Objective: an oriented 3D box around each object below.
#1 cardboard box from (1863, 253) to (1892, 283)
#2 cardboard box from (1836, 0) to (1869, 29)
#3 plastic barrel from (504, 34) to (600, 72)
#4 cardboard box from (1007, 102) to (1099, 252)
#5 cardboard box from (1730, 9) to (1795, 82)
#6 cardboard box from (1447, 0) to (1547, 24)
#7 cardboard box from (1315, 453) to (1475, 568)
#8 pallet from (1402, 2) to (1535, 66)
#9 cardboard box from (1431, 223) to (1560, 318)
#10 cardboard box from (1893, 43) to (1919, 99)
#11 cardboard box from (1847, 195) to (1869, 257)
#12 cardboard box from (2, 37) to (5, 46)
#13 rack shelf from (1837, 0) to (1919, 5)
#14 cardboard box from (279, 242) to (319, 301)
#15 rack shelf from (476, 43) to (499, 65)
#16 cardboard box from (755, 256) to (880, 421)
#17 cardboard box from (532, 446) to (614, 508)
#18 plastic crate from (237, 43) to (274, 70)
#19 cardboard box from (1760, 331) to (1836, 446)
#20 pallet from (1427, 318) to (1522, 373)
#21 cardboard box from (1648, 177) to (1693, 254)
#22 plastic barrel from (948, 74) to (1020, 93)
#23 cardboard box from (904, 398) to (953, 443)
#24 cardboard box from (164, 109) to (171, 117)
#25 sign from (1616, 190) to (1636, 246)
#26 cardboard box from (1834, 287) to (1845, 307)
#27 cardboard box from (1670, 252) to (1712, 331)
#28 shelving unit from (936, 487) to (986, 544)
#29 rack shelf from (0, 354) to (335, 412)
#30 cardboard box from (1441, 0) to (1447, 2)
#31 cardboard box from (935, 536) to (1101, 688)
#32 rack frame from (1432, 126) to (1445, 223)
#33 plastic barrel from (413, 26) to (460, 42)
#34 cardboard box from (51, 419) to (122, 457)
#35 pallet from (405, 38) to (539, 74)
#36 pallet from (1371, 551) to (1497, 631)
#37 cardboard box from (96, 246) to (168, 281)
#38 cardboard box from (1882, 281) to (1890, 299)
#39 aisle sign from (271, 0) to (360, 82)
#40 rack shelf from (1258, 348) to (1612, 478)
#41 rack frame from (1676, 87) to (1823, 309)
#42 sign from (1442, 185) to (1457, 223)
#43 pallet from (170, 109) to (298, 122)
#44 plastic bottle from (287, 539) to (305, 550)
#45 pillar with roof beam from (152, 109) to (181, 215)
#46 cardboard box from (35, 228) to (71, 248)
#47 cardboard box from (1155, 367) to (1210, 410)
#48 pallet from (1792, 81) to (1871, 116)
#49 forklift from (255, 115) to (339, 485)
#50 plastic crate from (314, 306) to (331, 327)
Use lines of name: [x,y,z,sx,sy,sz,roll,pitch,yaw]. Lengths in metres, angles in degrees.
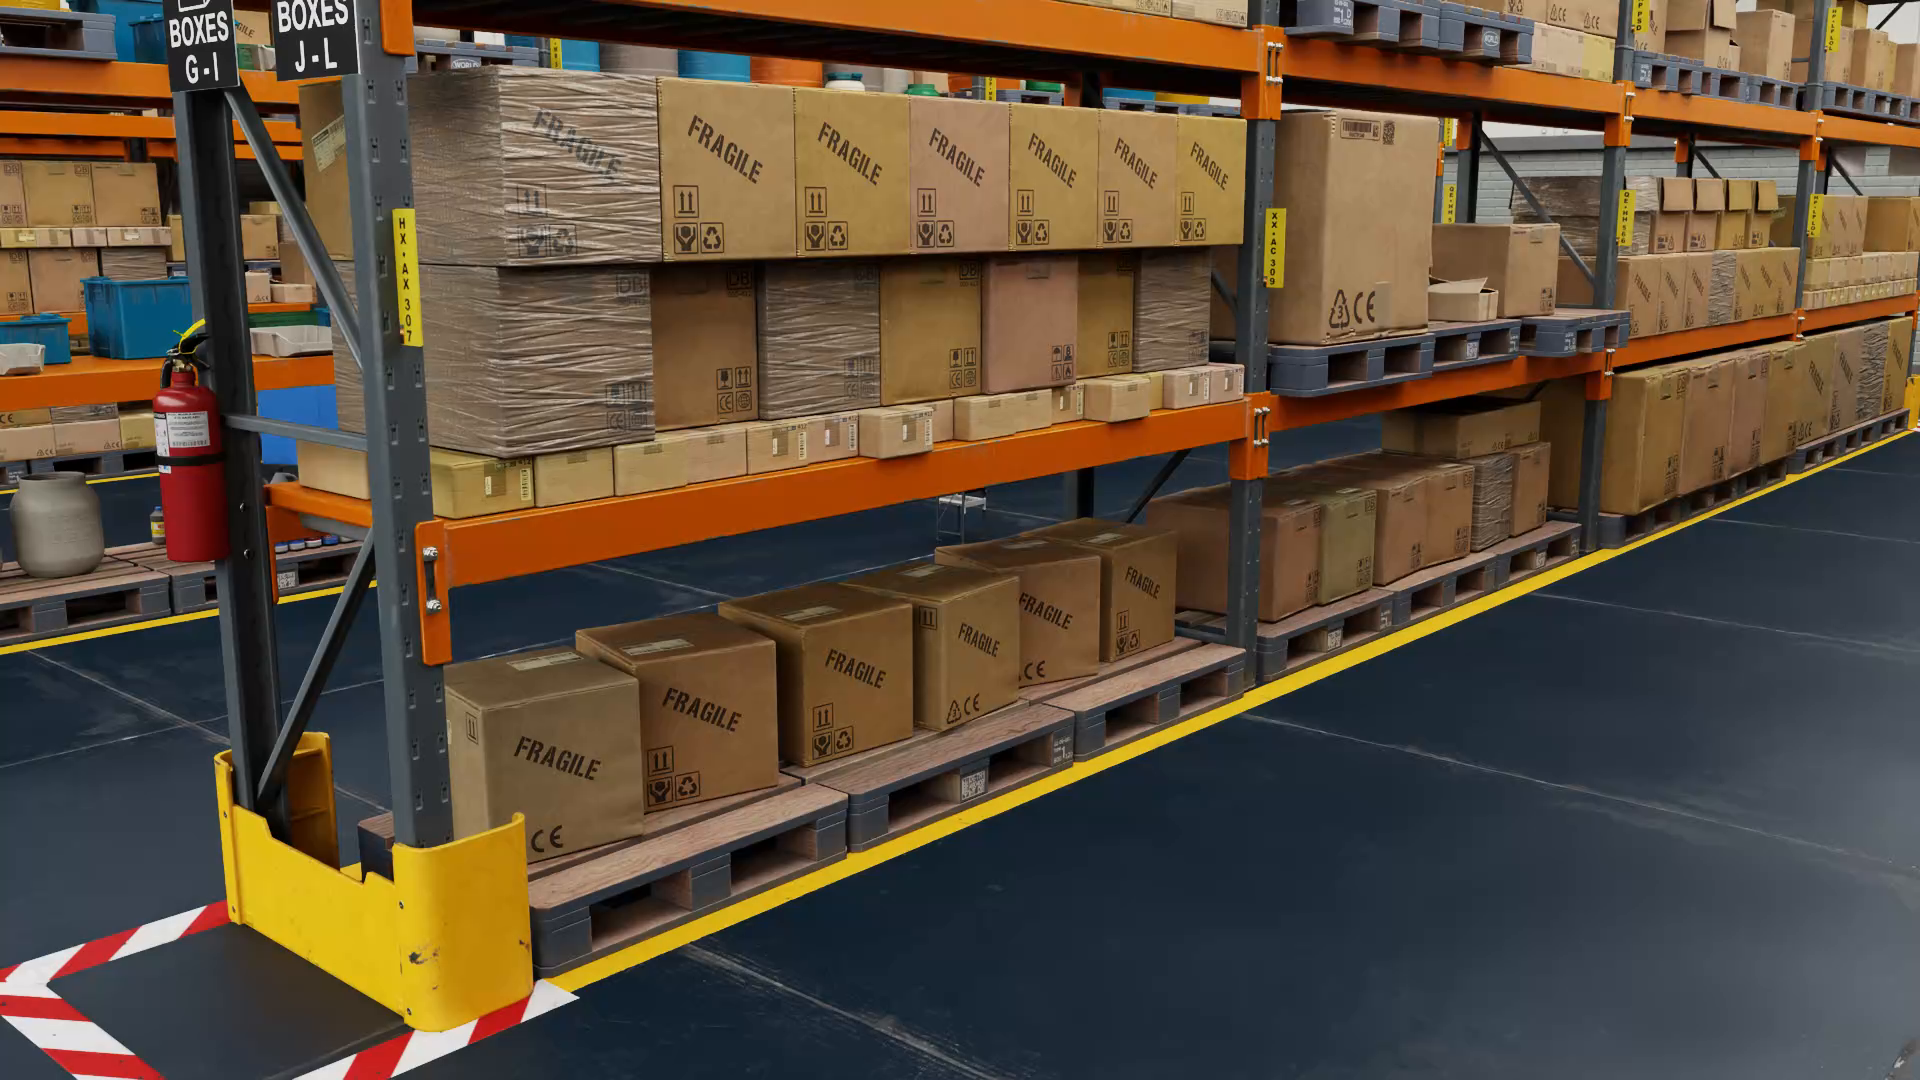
cardboard box: [8.030,-2.449,14.937,0.500,0.250,0.500,9,14,38]
cardboard box: [7.481,-4.478,14.319,0.500,0.250,0.500,9,15,39]
plastic barrel: [-2.647,-3.326,10.767,0.600,0.901,0.708,10,15,40]
cardboard box: [0.150,-1.302,6.005,0.500,0.500,0.500,10,15,40]
cardboard box: [5.806,-3.682,12.503,0.700,0.500,0.500,10,15,42]
cardboard box: [2.745,-2.969,8.730,0.500,0.500,0.500,10,15,41]
cardboard box: [2.388,-0.176,9.192,0.500,0.500,0.700,-11,15,-43]
pallet: [2.070,-2.475,8.265,1.213,0.211,1.003,10,15,40]
cardboard box: [2.921,-1.530,9.385,0.500,0.500,0.700,-9,15,-39]
cardboard box: [8.519,-4.323,15.456,0.700,0.500,0.500,9,14,37]
cardboard box: [7.360,-2.669,14.125,0.500,0.500,0.500,9,15,39]
cardboard box: [-7.425,-3.730,12.866,0.500,0.311,0.500,9,14,37]
rack shelf: [7.502,-4.730,14.277,1.077,0.370,4.000,10,15,40]
cardboard box: [-5.671,-2.385,14.738,0.500,0.500,0.500,-11,16,-43]
rack shelf: [-6.301,-6.063,20.950,1.077,0.370,4.000,10,15,40]
cardboard box: [-0.754,-0.707,5.577,0.875,0.500,0.500,10,15,40]
cardboard box: [-1.193,-0.200,4.694,0.380,0.149,0.250,10,15,40]
plastic crate: [-4.066,-2.676,9.336,0.336,0.188,0.450,10,15,40]
cardboard box: [6.677,-1.294,13.883,0.875,0.875,0.875,10,15,40]
pallet: [2.265,-1.064,8.869,1.003,0.211,1.213,10,15,40]
cardboard box: [4.468,-2.196,11.234,0.797,0.503,0.637,10,15,42]
plastic barrel: [0.197,-4.066,13.581,0.600,0.830,0.708,10,15,40]
cardboard box: [-0.244,-0.428,5.835,0.380,0.149,0.250,10,15,40]
cardboard box: [-8.547,-4.728,18.754,0.637,0.503,0.797,-10,15,-40]
sign: [3.955,-1.915,9.885,0.100,0.325,0.005,10,15,40]
cardboard box: [7.146,-2.037,13.892,0.380,0.149,0.250,9,15,39]
cardboard box: [4.740,-1.692,11.268,0.500,0.500,0.500,9,15,39]
shelving unit: [0.005,-0.442,10.629,0.258,0.900,0.210,10,15,40]
rack shelf: [-4.140,-0.859,9.192,1.077,0.370,4.000,10,15,40]
cardboard box: [1.906,-2.789,8.020,0.797,0.503,0.637,11,15,43]
cardboard box: [0.234,0.293,6.897,0.500,0.500,0.500,-7,13,-30]
rack frame: [5.101,-3.272,19.434,1.000,3.000,0.127,10,15,40]
plastic barrel: [-3.252,-3.200,10.059,0.421,0.512,0.421,0,11,0]
cardboard box: [-7.018,-0.836,13.187,0.500,0.250,0.500,10,15,40]
pallet: [-3.223,-2.766,9.725,1.213,0.211,1.003,10,15,40]
pallet: [2.218,0.206,9.139,1.003,0.211,1.213,10,15,40]
cardboard box: [-6.827,-2.130,13.463,0.700,0.500,0.500,9,15,39]
cardboard box: [8.161,-2.263,15.024,0.380,0.149,0.250,9,15,39]
aisle sign: [-1.556,-1.504,3.948,0.394,0.787,0.004,10,15,40]
rack shelf: [2.221,-0.807,8.932,1.077,0.370,4.000,10,15,40]
rack frame: [6.181,-2.043,13.282,1.000,3.000,0.127,10,15,40]
sign: [3.122,-2.094,10.579,0.100,0.325,0.005,10,15,40]
pallet: [-5.966,-3.656,14.187,0.805,0.209,1.217,9,14,38]
plastic bottle: [-3.737,-0.087,9.333,0.097,0.271,0.097,0,11,0]
pillar with roof beam: [-5.896,-5.682,16.182,9.100,9.000,0.400,10,15,40]
cardboard box: [-7.065,-2.333,12.822,0.380,0.149,0.250,10,15,40]
cardboard box: [0.807,-0.638,6.887,0.380,0.149,0.250,10,15,40]
pallet: [6.729,-3.589,13.592,1.003,0.211,1.213,10,15,40]
forklift: [-4.218,-1.947,12.978,1.130,2.935,3.031,3,12,13]
plastic crate: [-3.347,-1.236,9.618,0.499,0.251,0.616,10,15,40]
